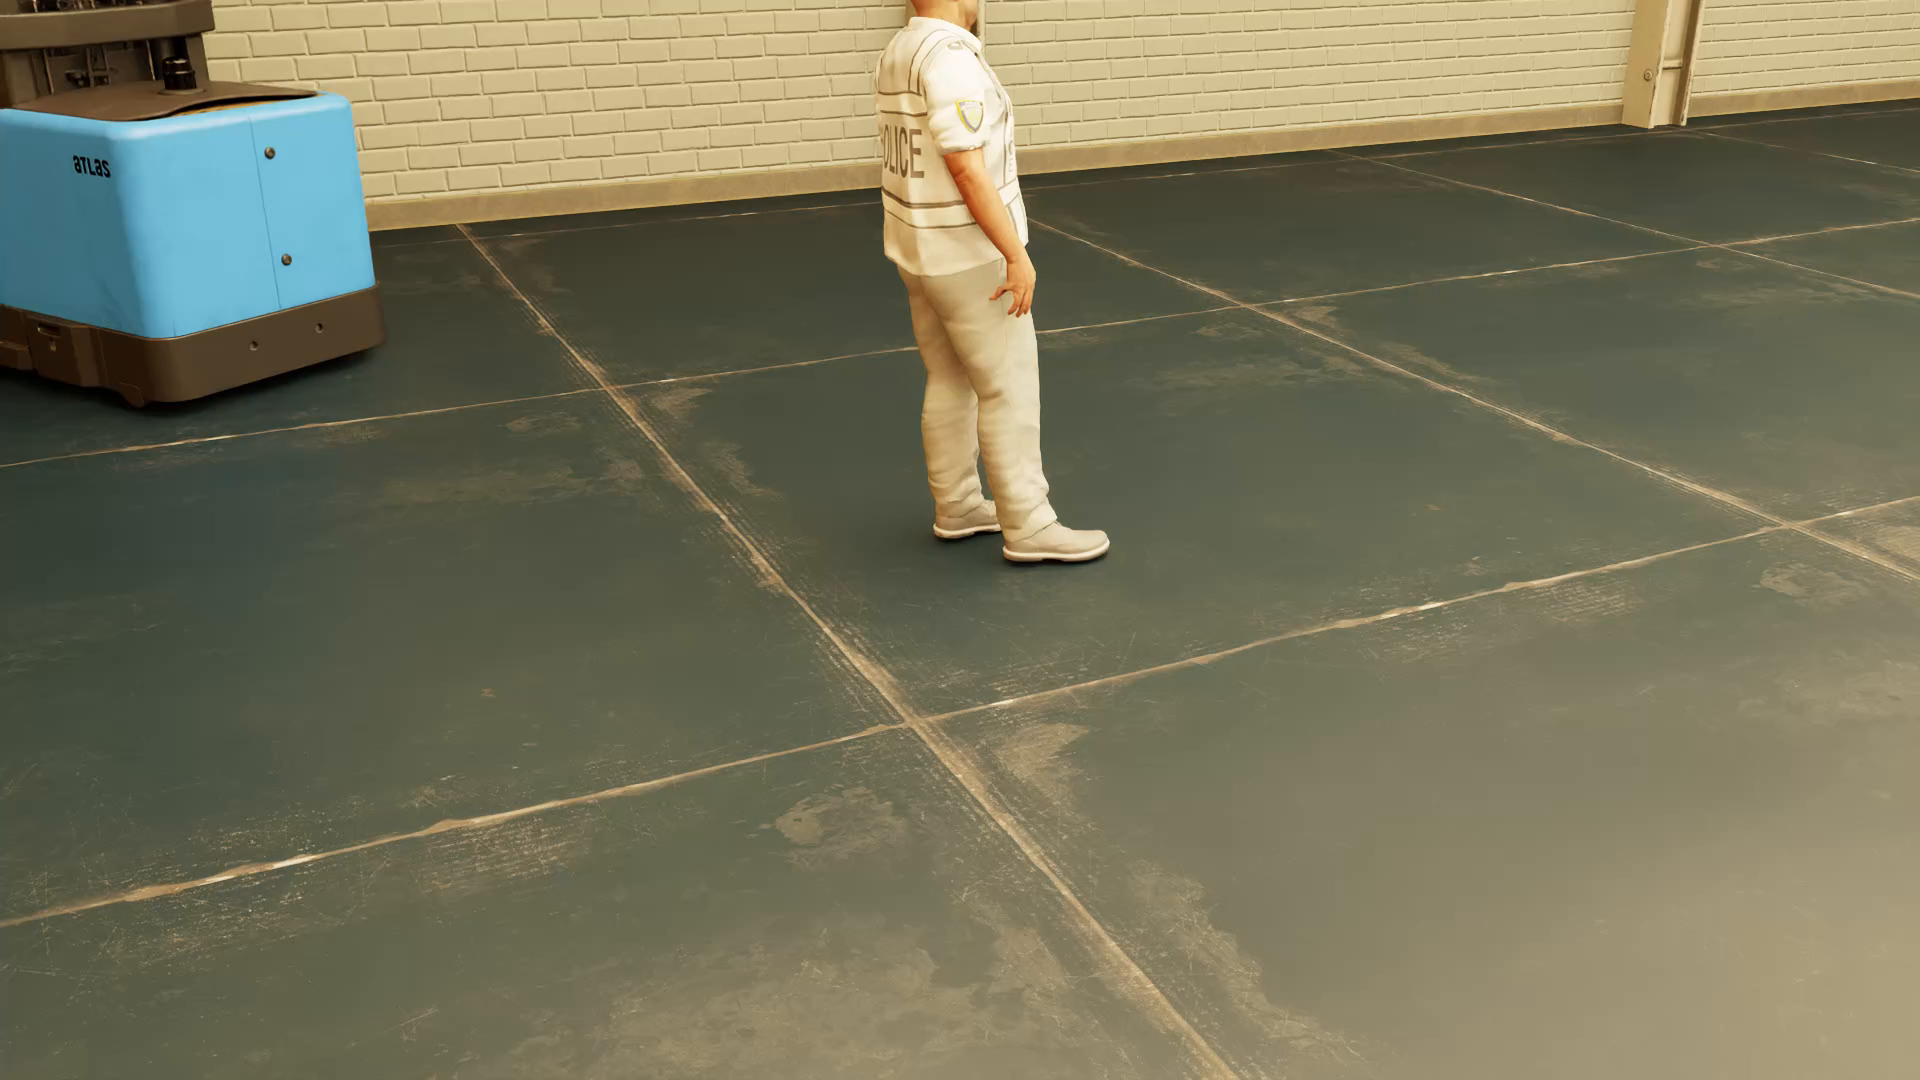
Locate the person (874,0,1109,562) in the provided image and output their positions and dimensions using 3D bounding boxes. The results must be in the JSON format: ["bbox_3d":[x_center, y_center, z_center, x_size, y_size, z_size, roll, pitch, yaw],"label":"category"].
[{"bbox_3d":[0.076,-0.839,4.783,0.574,1.780,0.641,-10,25,-23],"label":"person"}]

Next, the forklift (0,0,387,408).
[{"bbox_3d":[-3.904,-2.256,6.717,3.031,2.935,1.130,13,26,29],"label":"forklift"}]
